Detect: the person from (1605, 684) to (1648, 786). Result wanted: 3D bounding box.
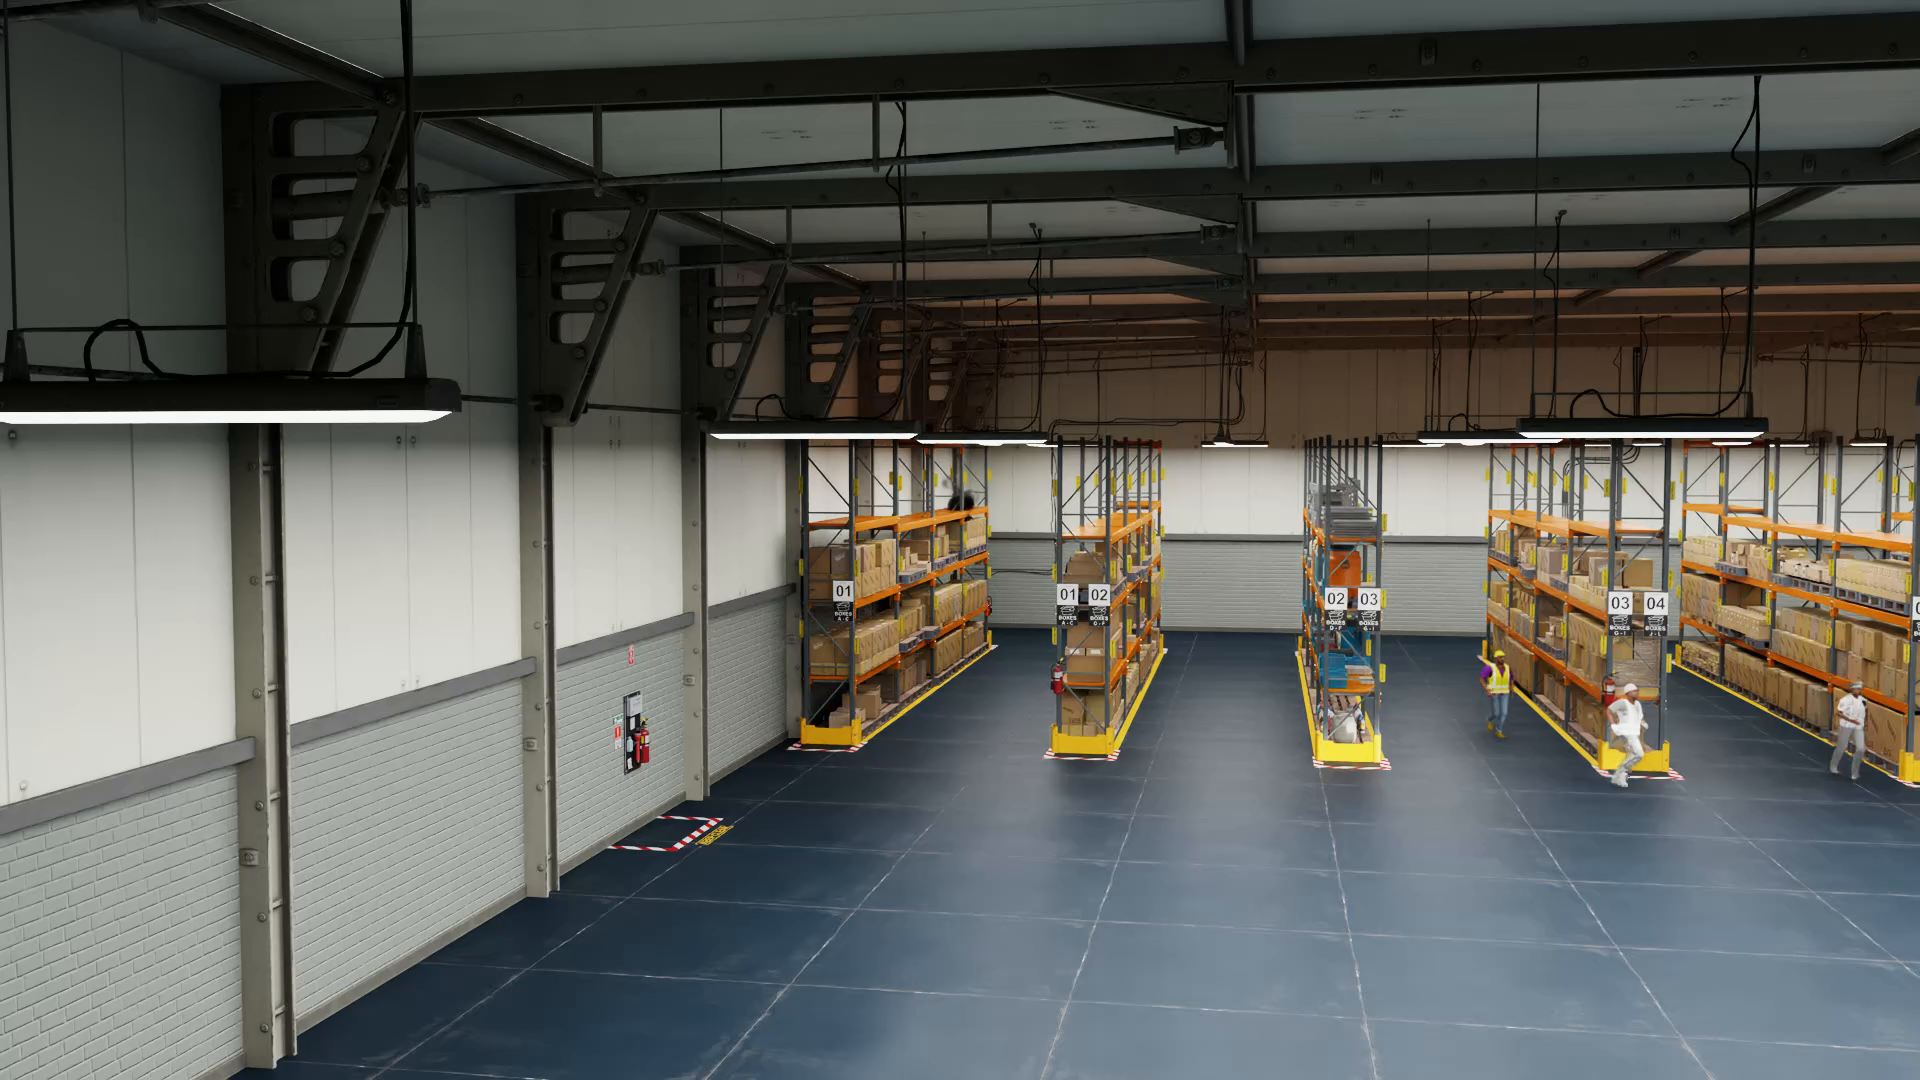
[{"bbox_3d":[11.409,3.324,28.299,0.693,1.745,0.609,-3,4,-43],"label":"person"}]

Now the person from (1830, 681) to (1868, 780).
[{"bbox_3d":[15.601,3.331,29.080,0.585,1.767,0.667,0,3,0],"label":"person"}]

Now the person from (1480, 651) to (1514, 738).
[{"bbox_3d":[10.749,3.066,33.245,0.706,1.731,0.628,0,3,-3],"label":"person"}]

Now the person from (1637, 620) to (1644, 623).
[{"bbox_3d":[18.102,2.488,44.592,0.705,1.703,0.774,3,4,39],"label":"person"}]
